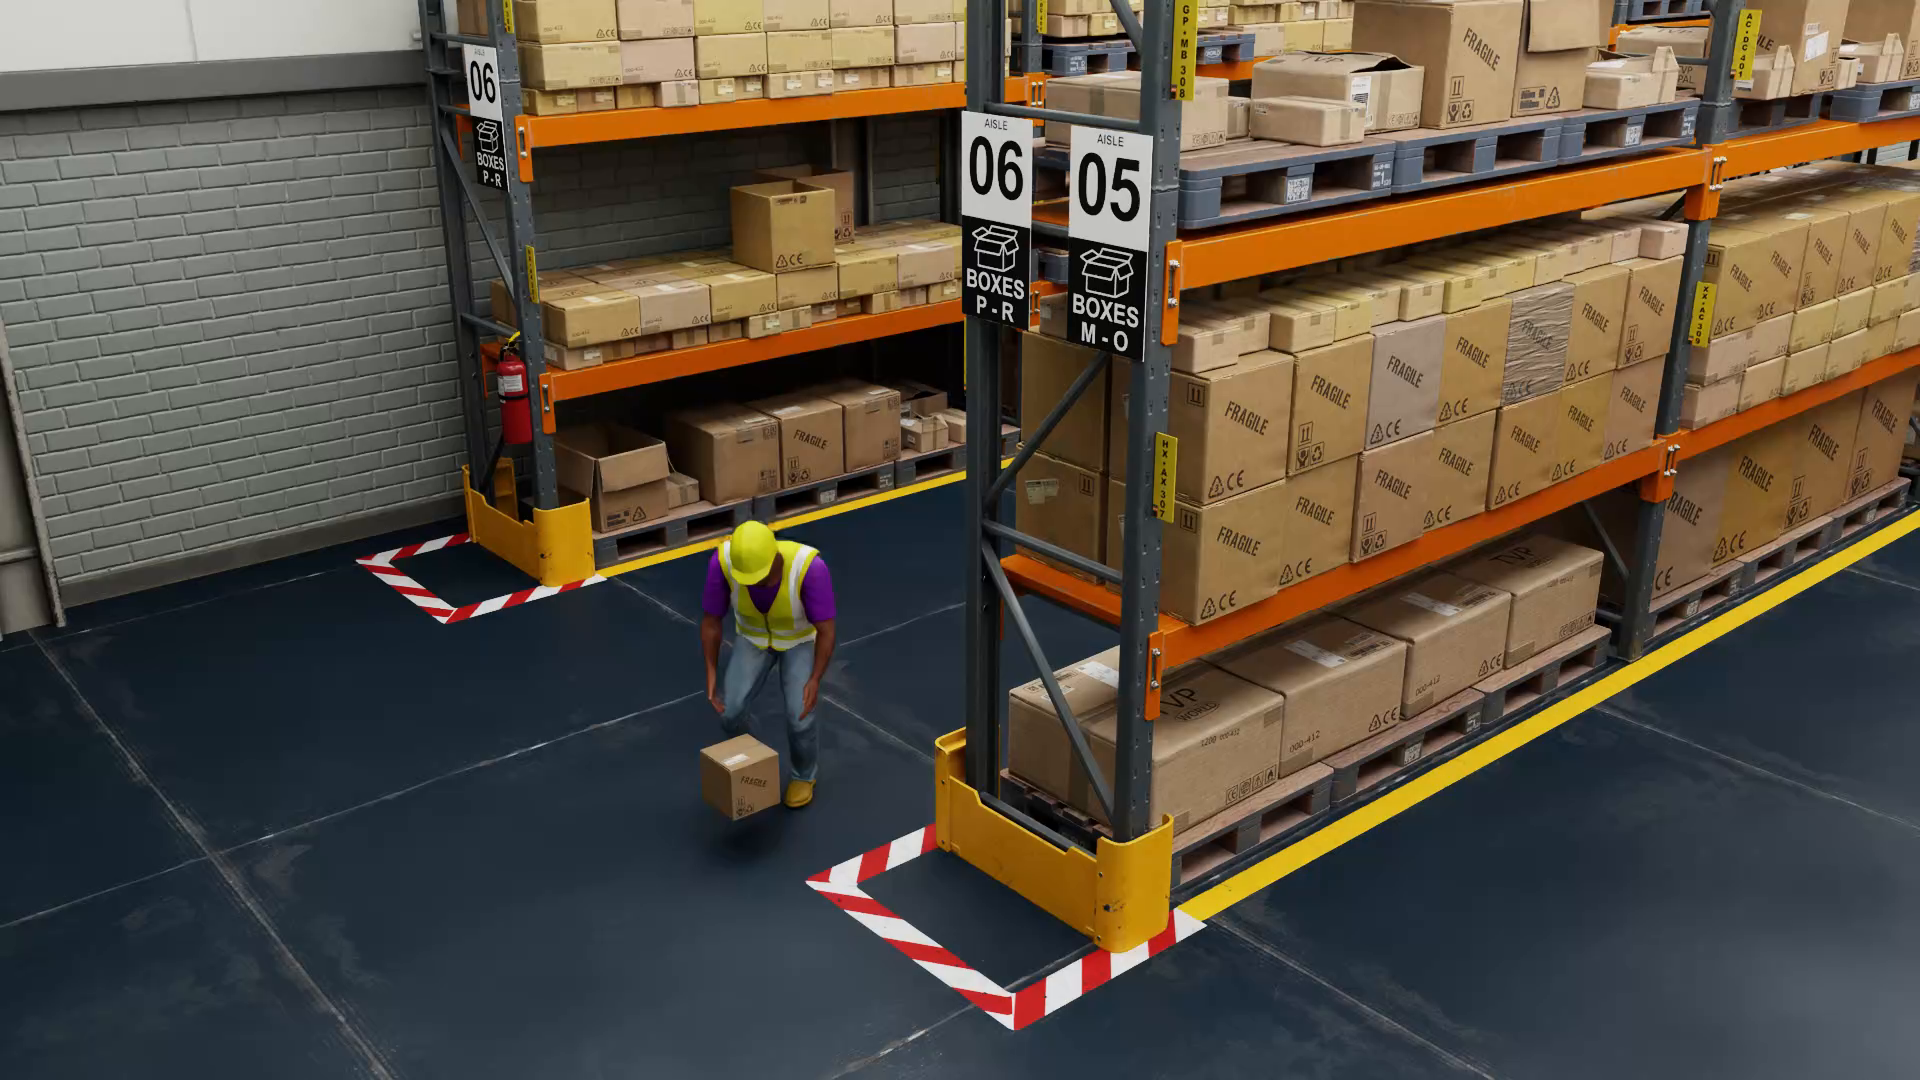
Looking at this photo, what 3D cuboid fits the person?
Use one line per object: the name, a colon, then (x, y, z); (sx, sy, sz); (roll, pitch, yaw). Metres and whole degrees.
person: (-0.843, 0.523, 7.603); (0.630, 1.462, 0.727); (5, 21, 12)
